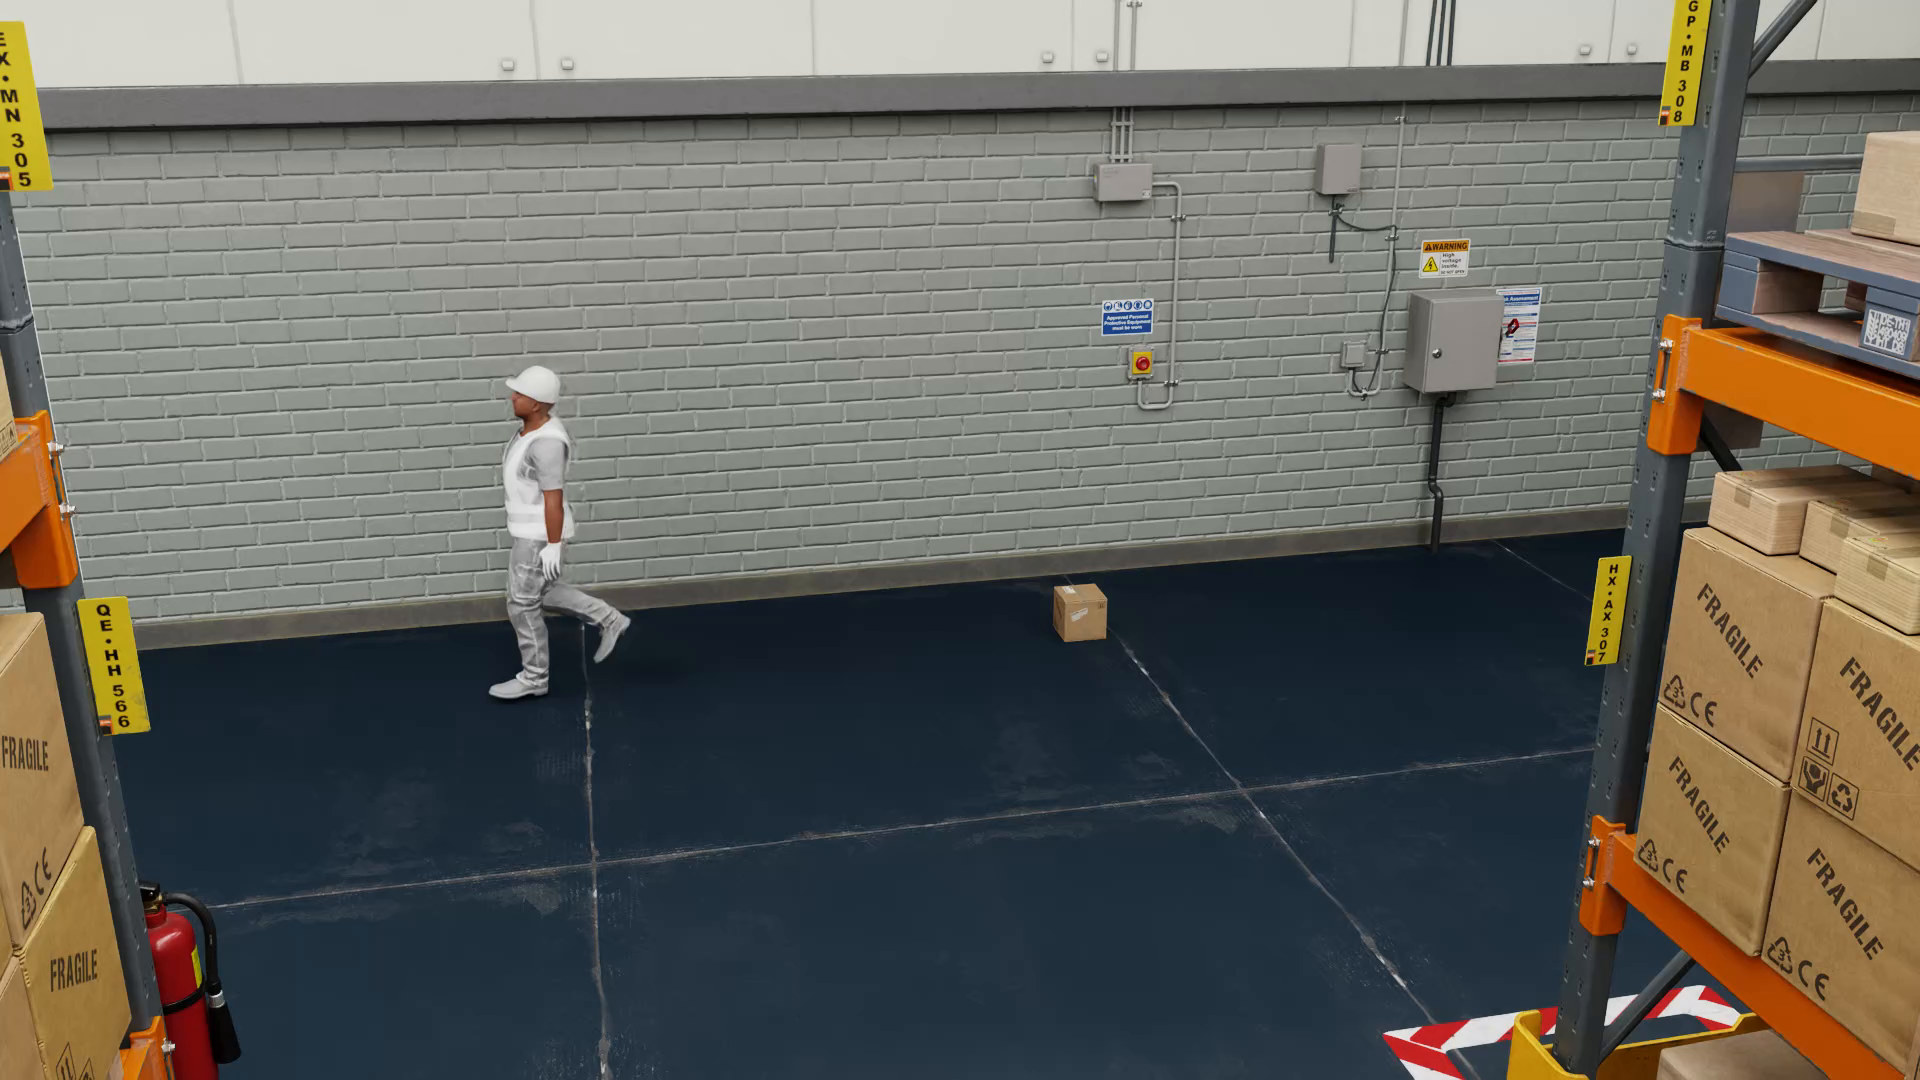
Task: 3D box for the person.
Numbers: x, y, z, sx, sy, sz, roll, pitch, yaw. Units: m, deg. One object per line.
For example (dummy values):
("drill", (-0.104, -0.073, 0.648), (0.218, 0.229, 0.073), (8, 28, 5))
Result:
("person", (-2.131, -0.051, 8.653), (0.773, 1.763, 0.562), (-6, 20, -15))
